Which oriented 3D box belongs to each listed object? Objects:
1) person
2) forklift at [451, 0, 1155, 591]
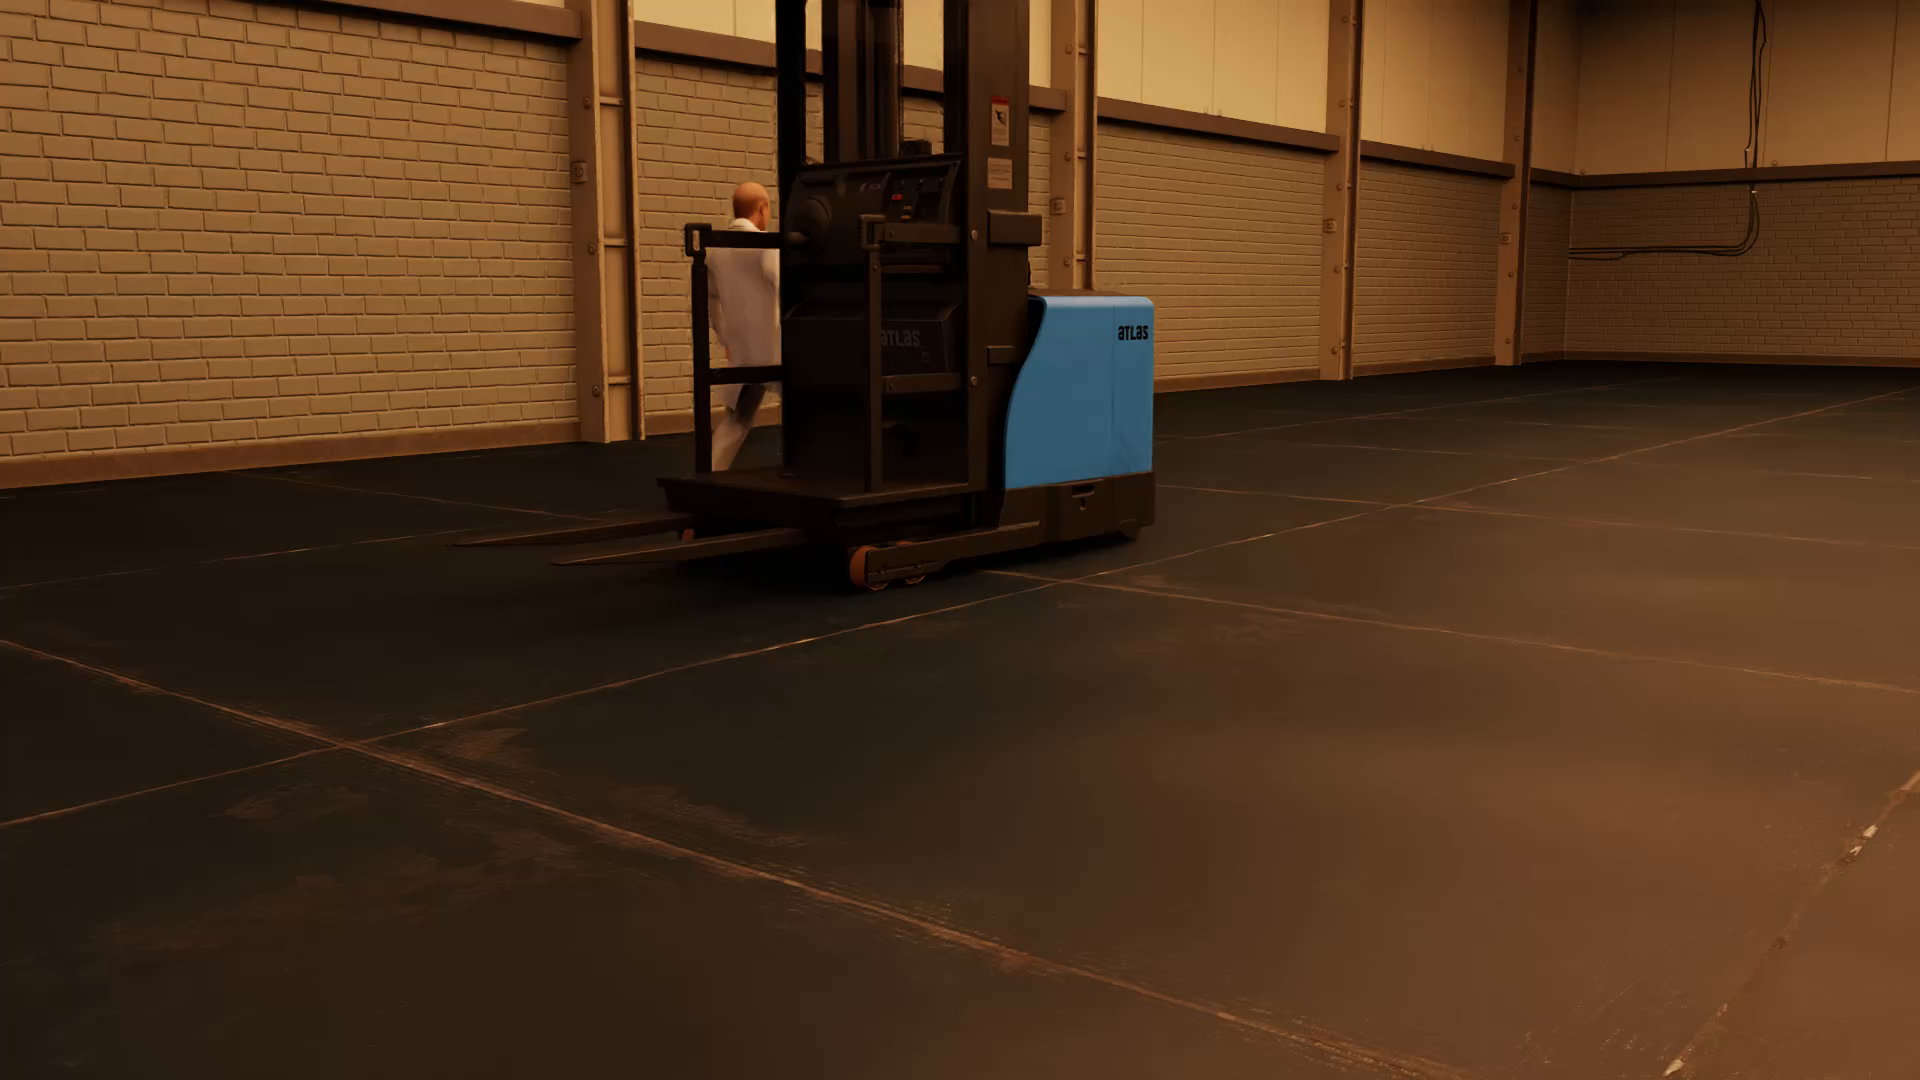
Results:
[{"bbox_3d":[-0.989,-0.958,8.363,0.654,1.654,0.991,-8,11,-43],"label":"person"},{"bbox_3d":[-0.502,-1.345,6.477,1.130,2.935,3.031,8,11,42],"label":"forklift"}]
